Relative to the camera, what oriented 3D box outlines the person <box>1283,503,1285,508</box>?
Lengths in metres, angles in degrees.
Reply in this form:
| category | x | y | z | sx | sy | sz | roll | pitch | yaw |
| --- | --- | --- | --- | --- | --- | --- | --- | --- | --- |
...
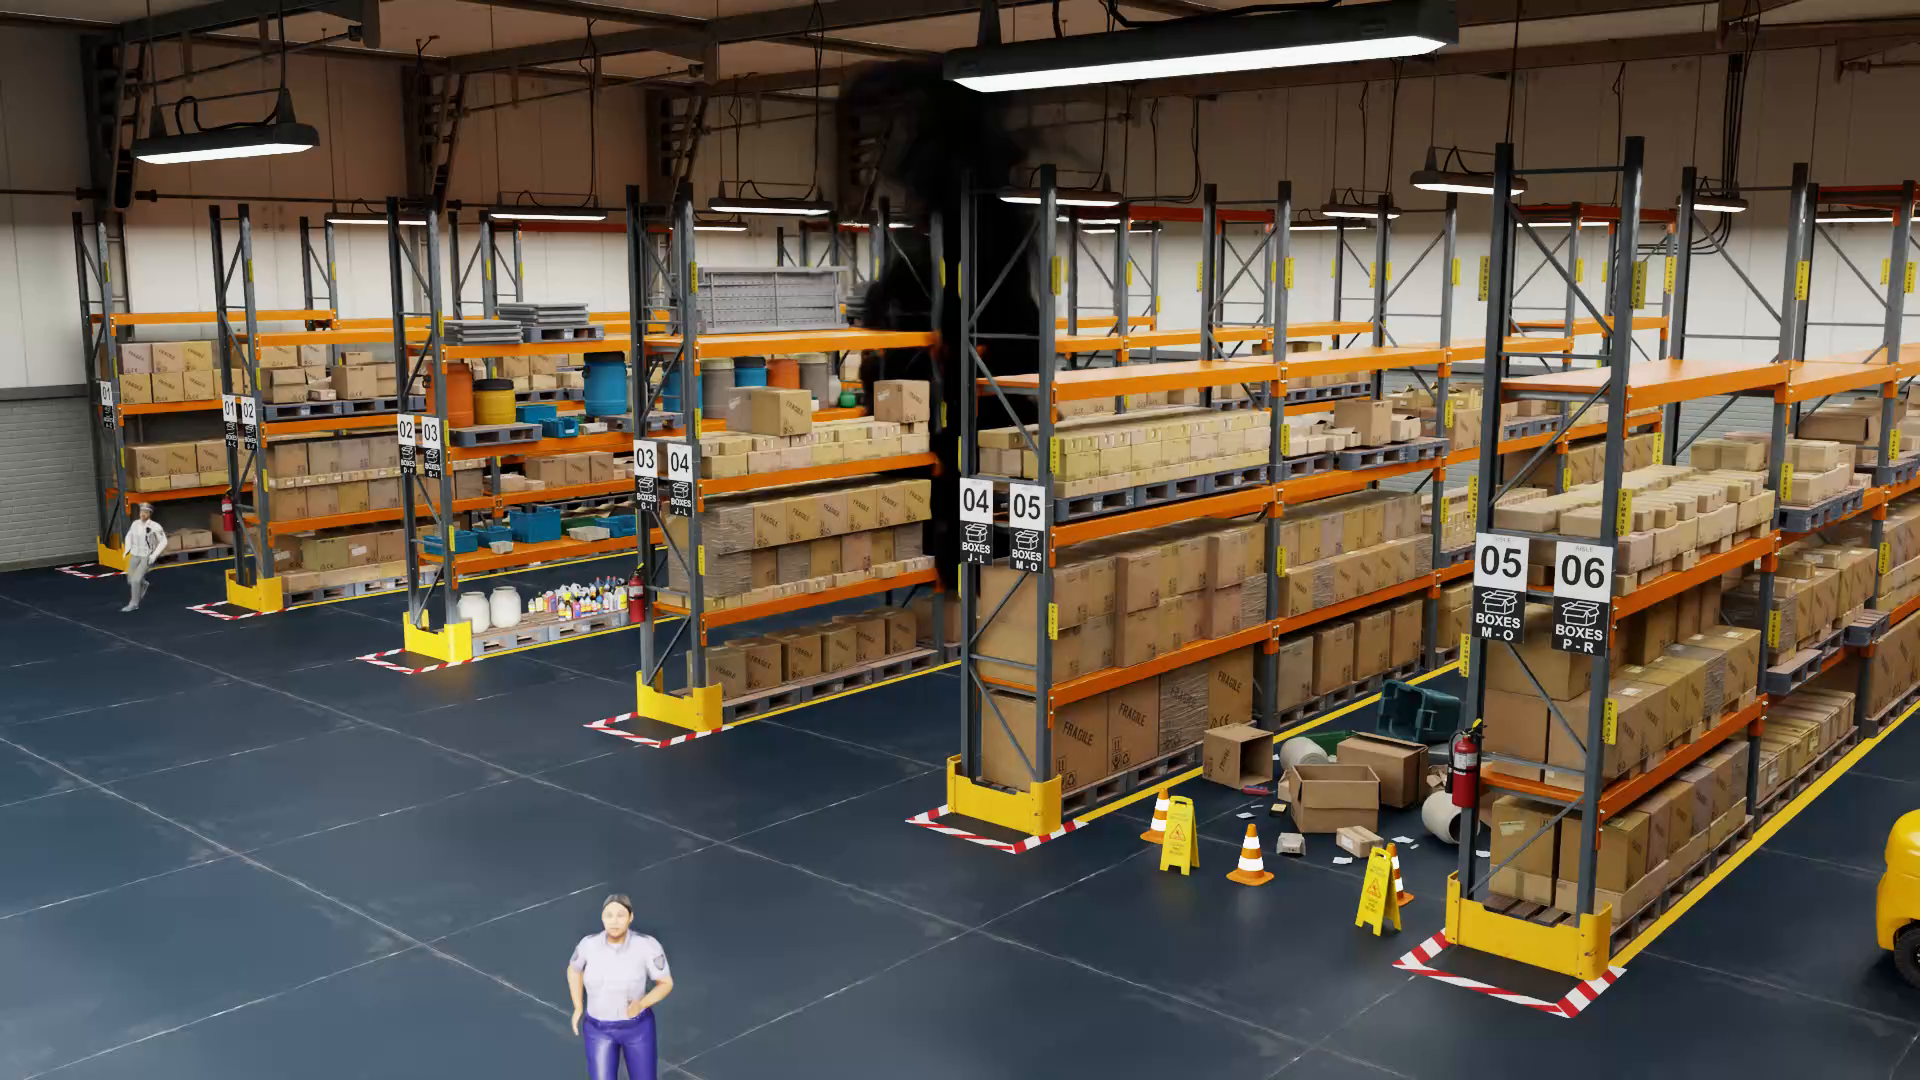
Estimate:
| category | x | y | z | sx | sy | sz | roll | pitch | yaw |
| --- | --- | --- | --- | --- | --- | --- | --- | --- | --- |
| person | 4.323 | 0.301 | 22.914 | 0.582 | 1.711 | 0.639 | 6 | 11 | 31 |

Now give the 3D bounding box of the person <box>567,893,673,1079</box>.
| category | x | y | z | sx | sy | sz | roll | pitch | yaw |
| --- | --- | --- | --- | --- | --- | --- | --- | --- | --- |
| person | -1.951 | 2.812 | 9.531 | 0.621 | 1.616 | 0.799 | -1 | 10 | -5 |

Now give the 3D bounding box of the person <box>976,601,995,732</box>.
| category | x | y | z | sx | sy | sz | roll | pitch | yaw |
| --- | --- | --- | --- | --- | --- | --- | --- | --- | --- |
| person | 0.376 | 1.161 | 17.637 | 0.523 | 1.652 | 0.669 | 7 | 12 | 35 |

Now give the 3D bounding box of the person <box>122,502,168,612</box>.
| category | x | y | z | sx | sy | sz | roll | pitch | yaw |
| --- | --- | --- | --- | --- | --- | --- | --- | --- | --- |
| person | -12.223 | 0.233 | 24.957 | 0.659 | 1.624 | 0.600 | 1 | 10 | 5 |
